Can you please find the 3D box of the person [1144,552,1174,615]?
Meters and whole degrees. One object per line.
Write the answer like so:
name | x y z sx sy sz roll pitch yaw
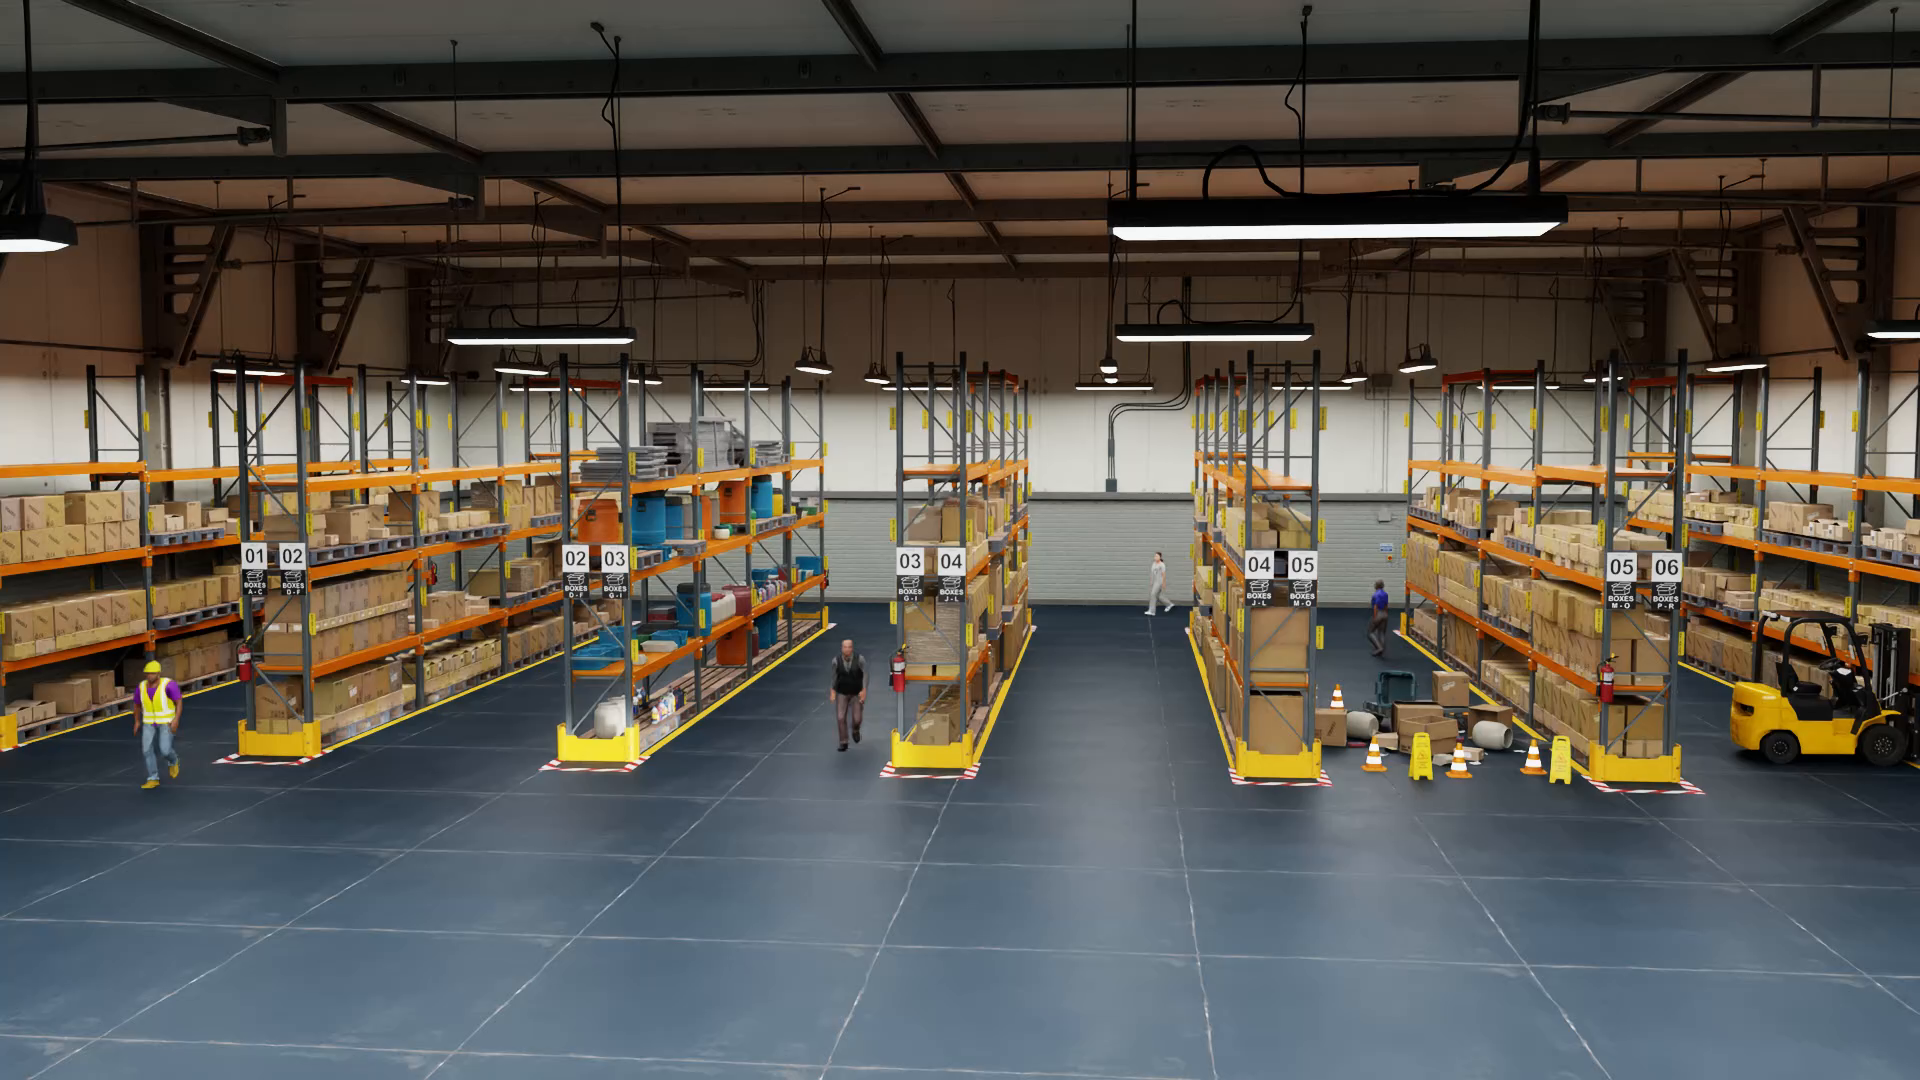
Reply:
person | 5.158 1.119 43.004 0.920 1.634 0.427 -2 4 -22

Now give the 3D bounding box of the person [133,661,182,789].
person | -11.031 2.512 22.907 0.659 1.744 0.657 0 4 -3

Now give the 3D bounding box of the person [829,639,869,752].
person | -1.701 2.352 25.465 0.622 1.705 0.636 0 4 2

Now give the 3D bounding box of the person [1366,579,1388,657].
person | 8.921 1.662 35.362 0.503 1.657 0.427 -3 5 -37
